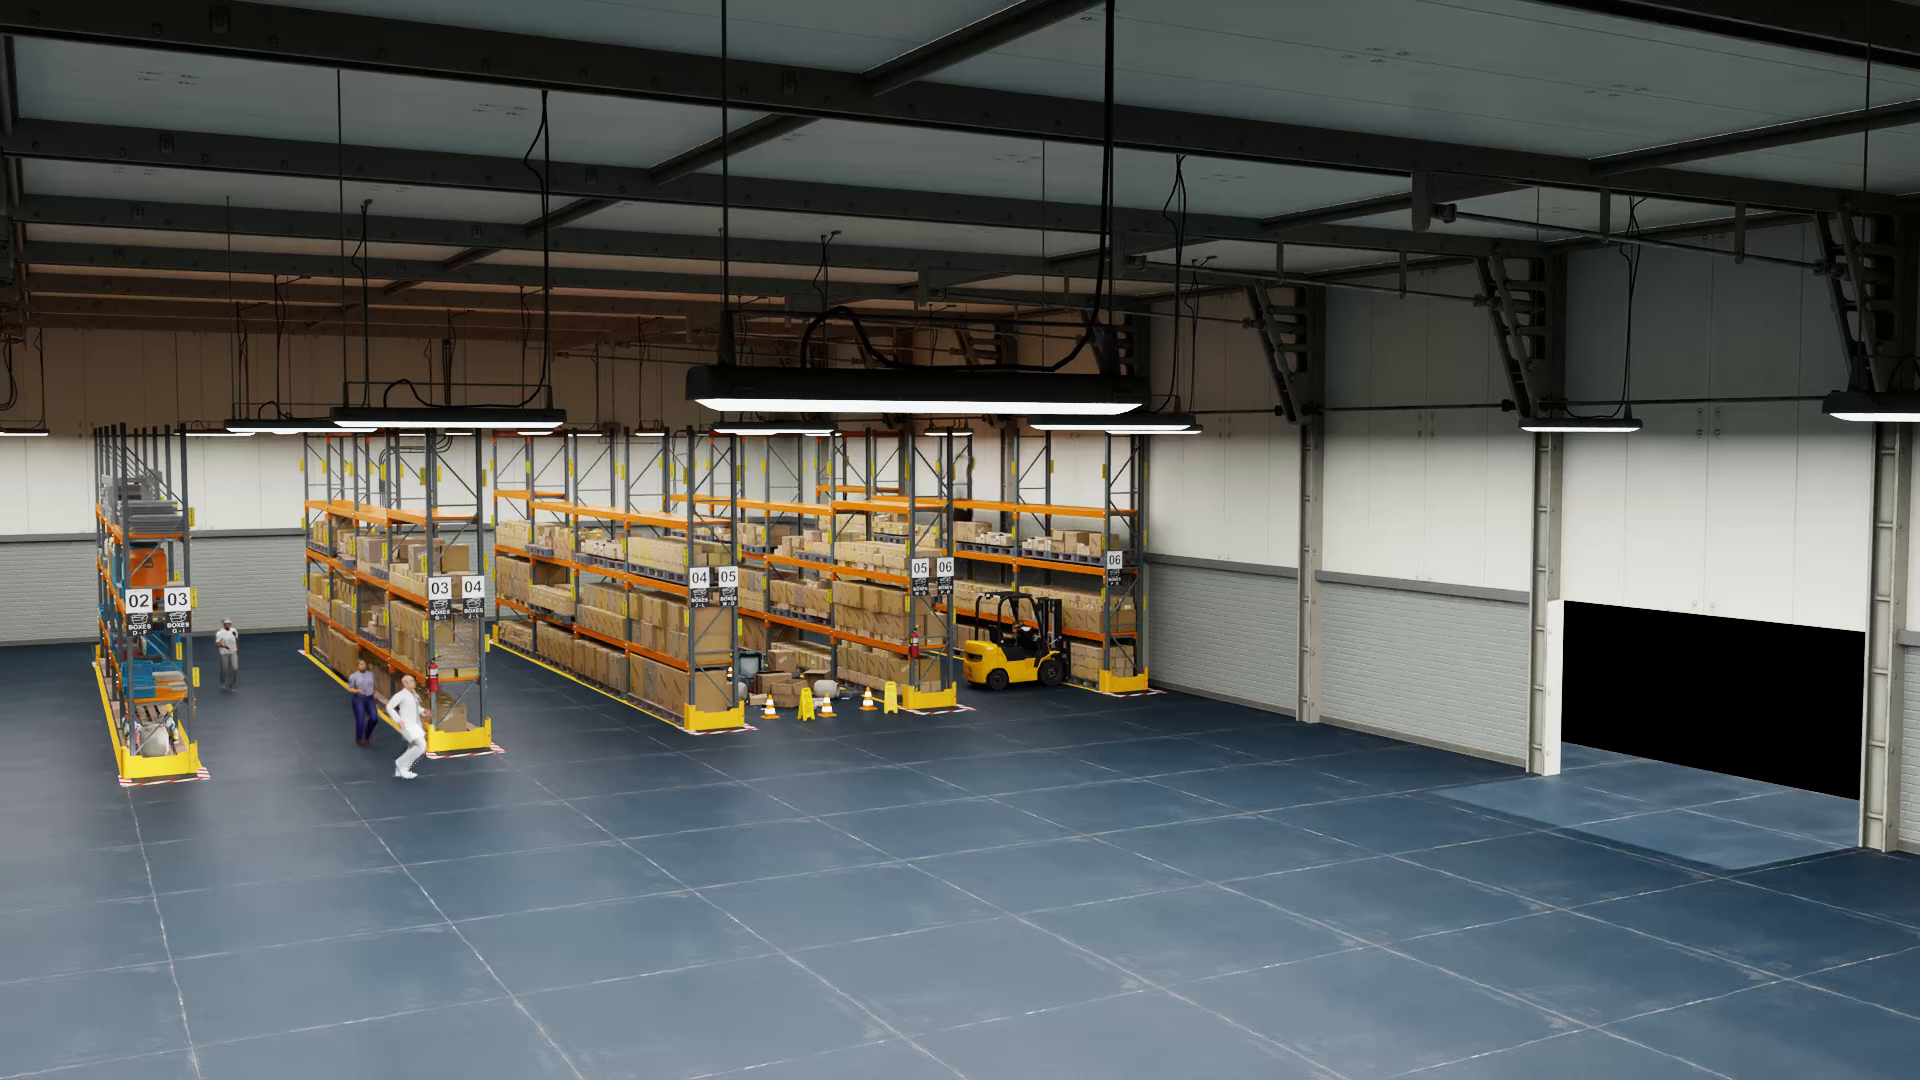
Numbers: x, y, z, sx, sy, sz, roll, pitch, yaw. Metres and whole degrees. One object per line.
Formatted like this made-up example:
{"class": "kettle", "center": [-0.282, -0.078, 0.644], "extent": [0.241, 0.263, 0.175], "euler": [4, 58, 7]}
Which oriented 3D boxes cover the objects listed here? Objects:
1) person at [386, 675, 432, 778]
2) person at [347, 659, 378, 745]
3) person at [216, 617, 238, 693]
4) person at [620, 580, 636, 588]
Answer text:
{"class": "person", "center": [-9.218, 3.145, 27.988], "extent": [0.677, 1.742, 0.696], "euler": [0, 3, 5]}
{"class": "person", "center": [-11.102, 3.033, 31.025], "extent": [0.590, 1.623, 0.583], "euler": [-3, 4, -37]}
{"class": "person", "center": [-16.628, 2.609, 37.763], "extent": [0.524, 1.741, 0.767], "euler": [-2, 4, -34]}
{"class": "person", "center": [-10.231, 1.819, 50.615], "extent": [0.671, 1.675, 0.646], "euler": [-3, 5, -43]}
